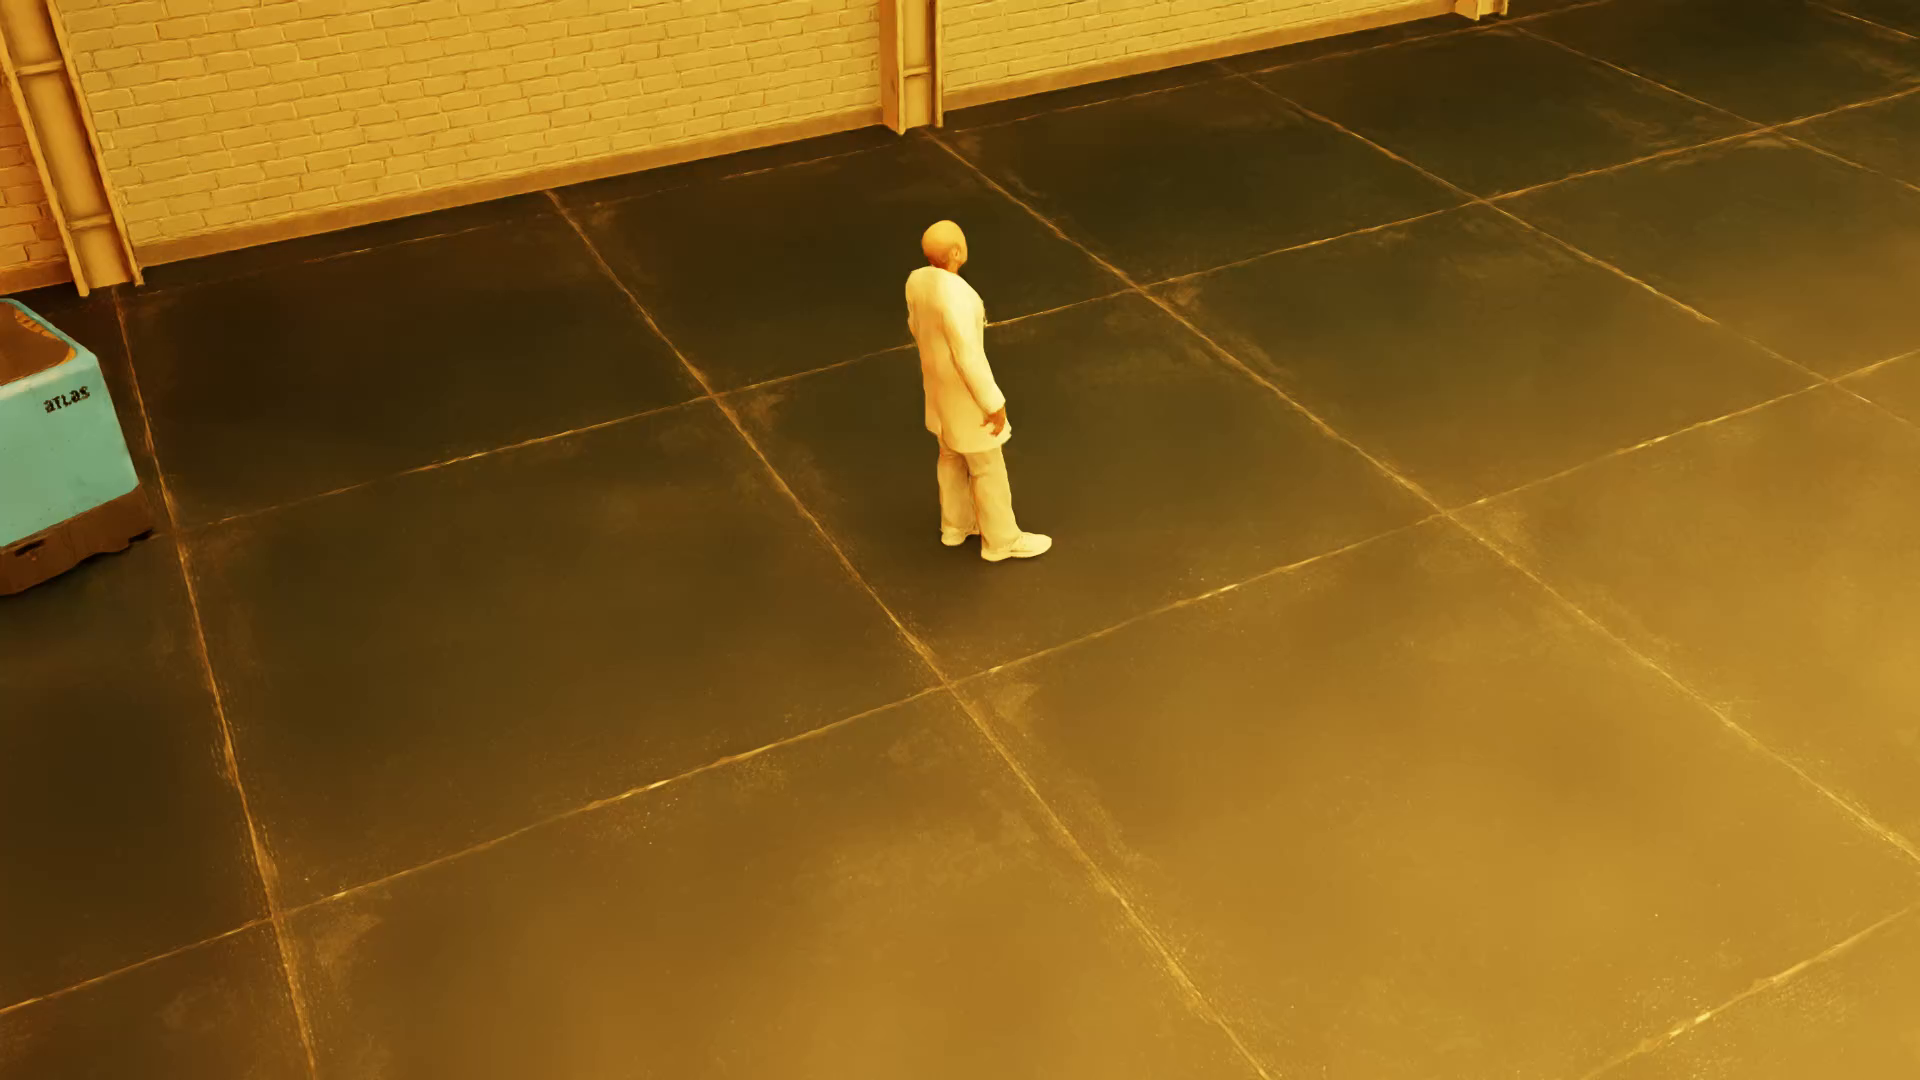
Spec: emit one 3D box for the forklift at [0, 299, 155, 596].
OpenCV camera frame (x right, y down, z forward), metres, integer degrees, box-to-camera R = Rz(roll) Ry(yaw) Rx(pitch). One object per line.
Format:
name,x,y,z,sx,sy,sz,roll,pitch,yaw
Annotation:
forklift,-5.552,-0.773,7.217,1.130,2.935,3.031,27,44,33

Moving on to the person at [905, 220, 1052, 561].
person,0.082,-0.754,8.177,0.579,1.776,0.694,-17,39,-23
